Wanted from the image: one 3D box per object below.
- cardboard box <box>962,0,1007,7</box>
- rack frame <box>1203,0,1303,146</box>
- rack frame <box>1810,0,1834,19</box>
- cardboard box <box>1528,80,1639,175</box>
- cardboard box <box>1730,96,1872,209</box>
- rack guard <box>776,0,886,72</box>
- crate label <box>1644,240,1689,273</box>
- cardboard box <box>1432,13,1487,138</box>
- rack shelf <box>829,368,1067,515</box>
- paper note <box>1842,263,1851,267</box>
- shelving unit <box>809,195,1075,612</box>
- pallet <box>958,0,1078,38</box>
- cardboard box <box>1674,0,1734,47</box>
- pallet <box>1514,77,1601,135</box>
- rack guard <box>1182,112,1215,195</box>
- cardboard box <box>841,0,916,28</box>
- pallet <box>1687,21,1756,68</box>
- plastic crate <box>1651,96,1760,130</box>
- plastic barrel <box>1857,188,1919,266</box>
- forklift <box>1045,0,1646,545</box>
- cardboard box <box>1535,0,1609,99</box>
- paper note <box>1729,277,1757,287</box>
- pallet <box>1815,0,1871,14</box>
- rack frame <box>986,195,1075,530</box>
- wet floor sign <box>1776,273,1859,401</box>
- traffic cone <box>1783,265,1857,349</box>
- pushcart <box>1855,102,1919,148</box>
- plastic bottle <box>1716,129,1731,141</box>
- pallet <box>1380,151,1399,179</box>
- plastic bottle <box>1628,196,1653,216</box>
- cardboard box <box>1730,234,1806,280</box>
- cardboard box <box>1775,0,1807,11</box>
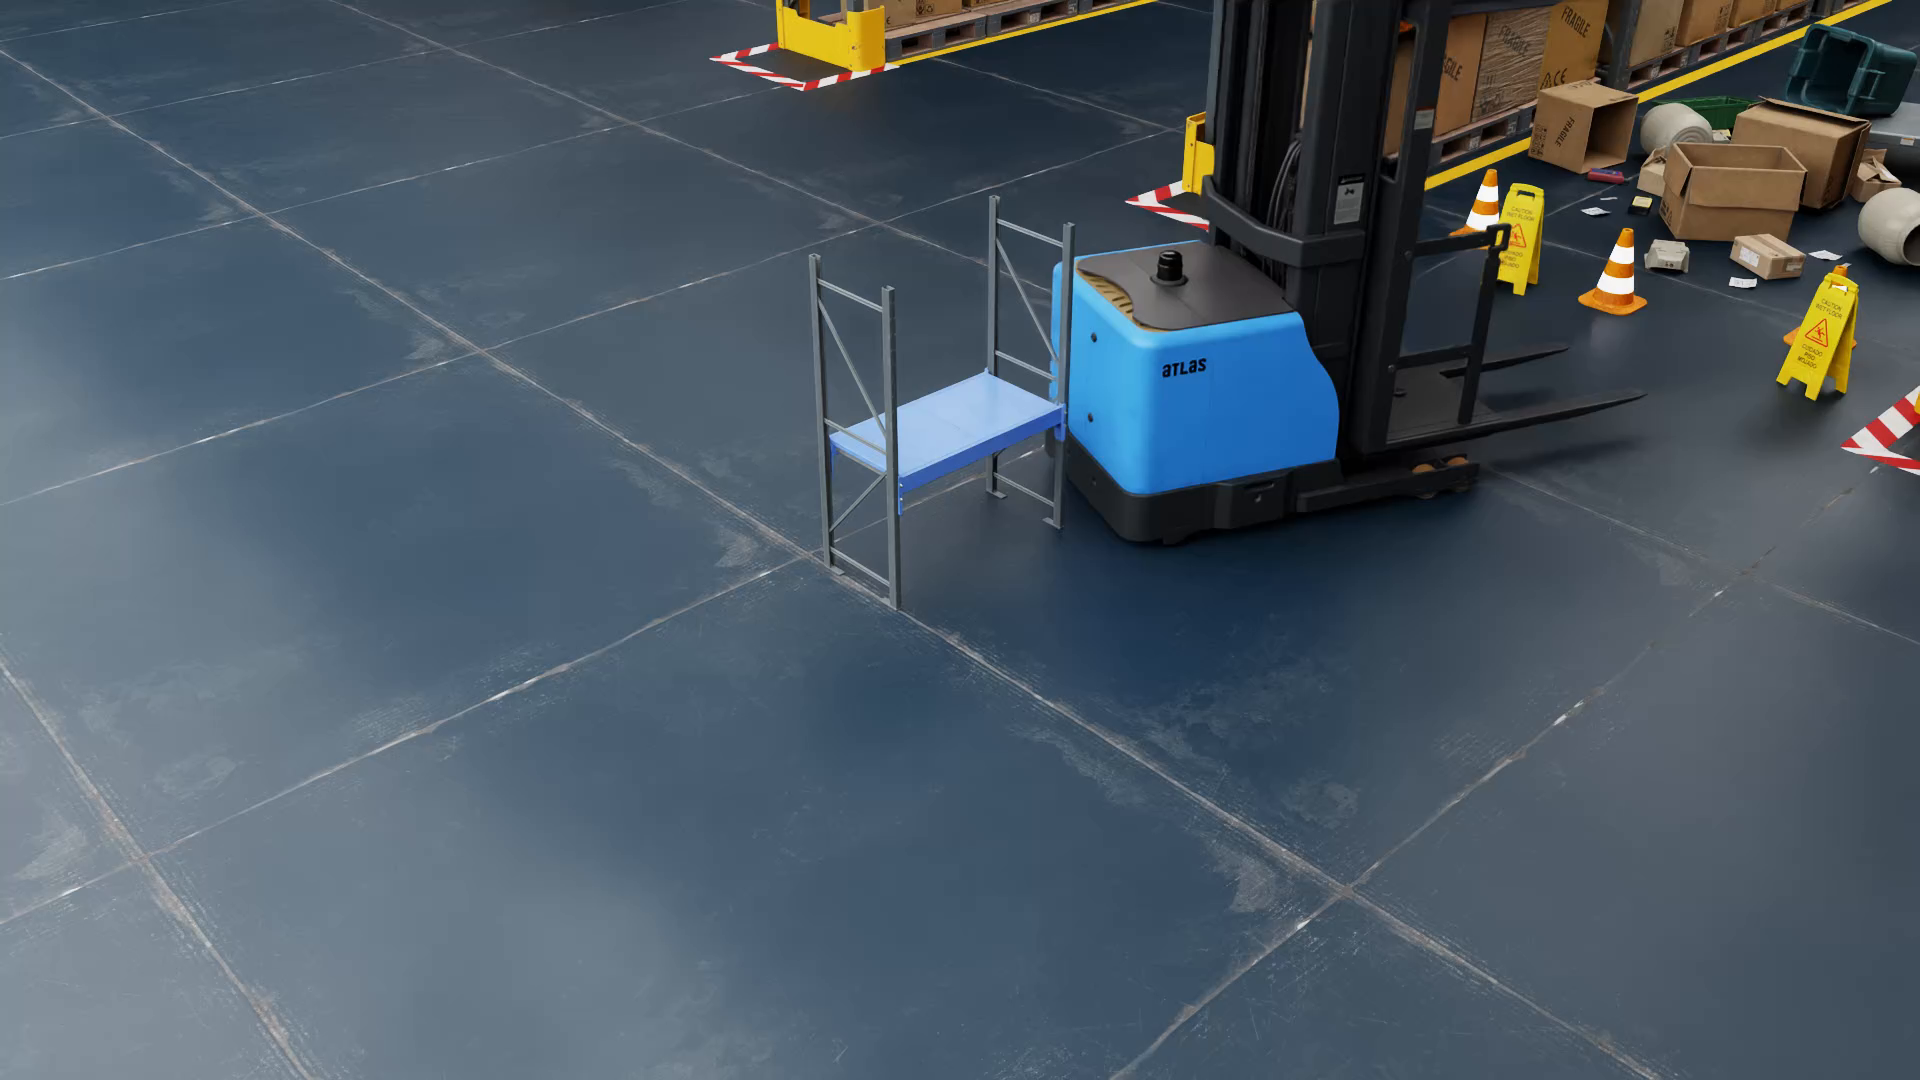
[{"bbox_3d":[0.153,-5.335,15.593,0.500,0.500,0.500,-22,38,-31],"label":"cardboard box"},{"bbox_3d":[2.095,-3.634,10.817,0.127,3.000,1.000,-26,40,-35],"label":"rack frame"},{"bbox_3d":[7.961,-6.472,15.458,0.127,3.000,1.000,-26,40,-35],"label":"rack frame"},{"bbox_3d":[4.587,-3.044,12.247,0.500,0.500,0.500,-19,36,-28],"label":"cardboard box"},{"bbox_3d":[5.781,-2.695,11.546,0.503,0.637,0.797,-26,40,-35],"label":"cardboard box"},{"bbox_3d":[-1.148,-4.528,14.675,0.348,0.500,1.175,-26,40,-35],"label":"rack guard"},{"bbox_3d":[4.503,-1.807,10.575,0.250,0.136,0.298,9,33,15],"label":"crate label"},{"bbox_3d":[3.191,-3.485,12.209,0.875,0.875,0.875,-27,40,-36],"label":"cardboard box"},{"bbox_3d":[-0.063,-0.456,7.403,1.000,0.185,0.538,-26,40,-35],"label":"rack shelf"},{"bbox_3d":[5.639,-1.746,10.596,0.123,0.001,0.032,-26,40,-35],"label":"paper note"},{"bbox_3d":[-0.063,-0.610,7.309,1.048,1.500,0.538,-26,40,-35],"label":"shelving unit"},{"bbox_3d":[0.366,-5.110,15.904,1.213,0.211,1.003,-26,40,-35],"label":"pallet"},{"bbox_3d":[6.132,-4.867,14.589,0.750,0.750,1.050,-26,40,-35],"label":"cardboard box"},{"bbox_3d":[4.417,-3.623,13.473,1.213,0.211,1.003,-26,40,-35],"label":"pallet"},{"bbox_3d":[2.077,-2.559,11.456,0.348,0.500,1.175,-26,40,-35],"label":"rack guard"},{"bbox_3d":[-0.734,-4.895,14.873,0.500,0.500,0.500,-18,36,-27],"label":"cardboard box"},{"bbox_3d":[6.437,-4.601,15.071,1.213,0.211,1.003,-26,40,-35],"label":"pallet"},{"bbox_3d":[5.791,-3.315,12.936,0.662,0.188,0.450,-7,22,-11],"label":"plastic crate"},{"bbox_3d":[6.020,-1.989,10.597,0.421,0.421,0.512,-1,31,-2],"label":"plastic barrel"},{"bbox_3d":[1.997,-1.697,7.715,3.031,2.935,1.130,-11,33,-17],"label":"forklift"},{"bbox_3d":[4.519,-4.129,13.261,0.875,0.875,0.875,-25,39,-35],"label":"cardboard box"},{"bbox_3d":[4.874,-1.606,10.348,0.148,0.019,0.142,15,34,23],"label":"paper note"},{"bbox_3d":[8.535,-5.559,16.638,1.213,0.211,1.003,-26,40,-35],"label":"pallet"},{"bbox_3d":[0.310,-0.790,7.604,0.032,1.500,0.500,-26,40,-35],"label":"rack frame"},{"bbox_3d":[4.668,-1.114,8.953,0.232,0.644,0.267,-12,34,-19],"label":"wet floor sign"},{"bbox_3d":[4.973,-1.340,9.498,0.334,0.463,0.336,-26,40,-35],"label":"traffic cone"},{"bbox_3d":[6.881,-2.931,12.181,1.648,0.377,0.936,15,34,23],"label":"pushcart"},{"bbox_3d":[5.851,-3.124,12.800,0.133,0.061,0.283,9,33,15],"label":"plastic bottle"},{"bbox_3d":[2.628,-2.758,12.058,1.213,0.211,1.003,-26,40,-35],"label":"pallet"},{"bbox_3d":[4.705,-2.319,11.483,0.133,0.061,0.283,15,34,23],"label":"plastic bottle"},{"bbox_3d":[5.122,-1.797,10.547,0.250,0.149,0.380,-7,32,-11],"label":"cardboard box"},{"bbox_3d":[7.453,-5.509,15.638,0.750,0.750,1.050,-26,40,-36],"label":"cardboard box"}]
